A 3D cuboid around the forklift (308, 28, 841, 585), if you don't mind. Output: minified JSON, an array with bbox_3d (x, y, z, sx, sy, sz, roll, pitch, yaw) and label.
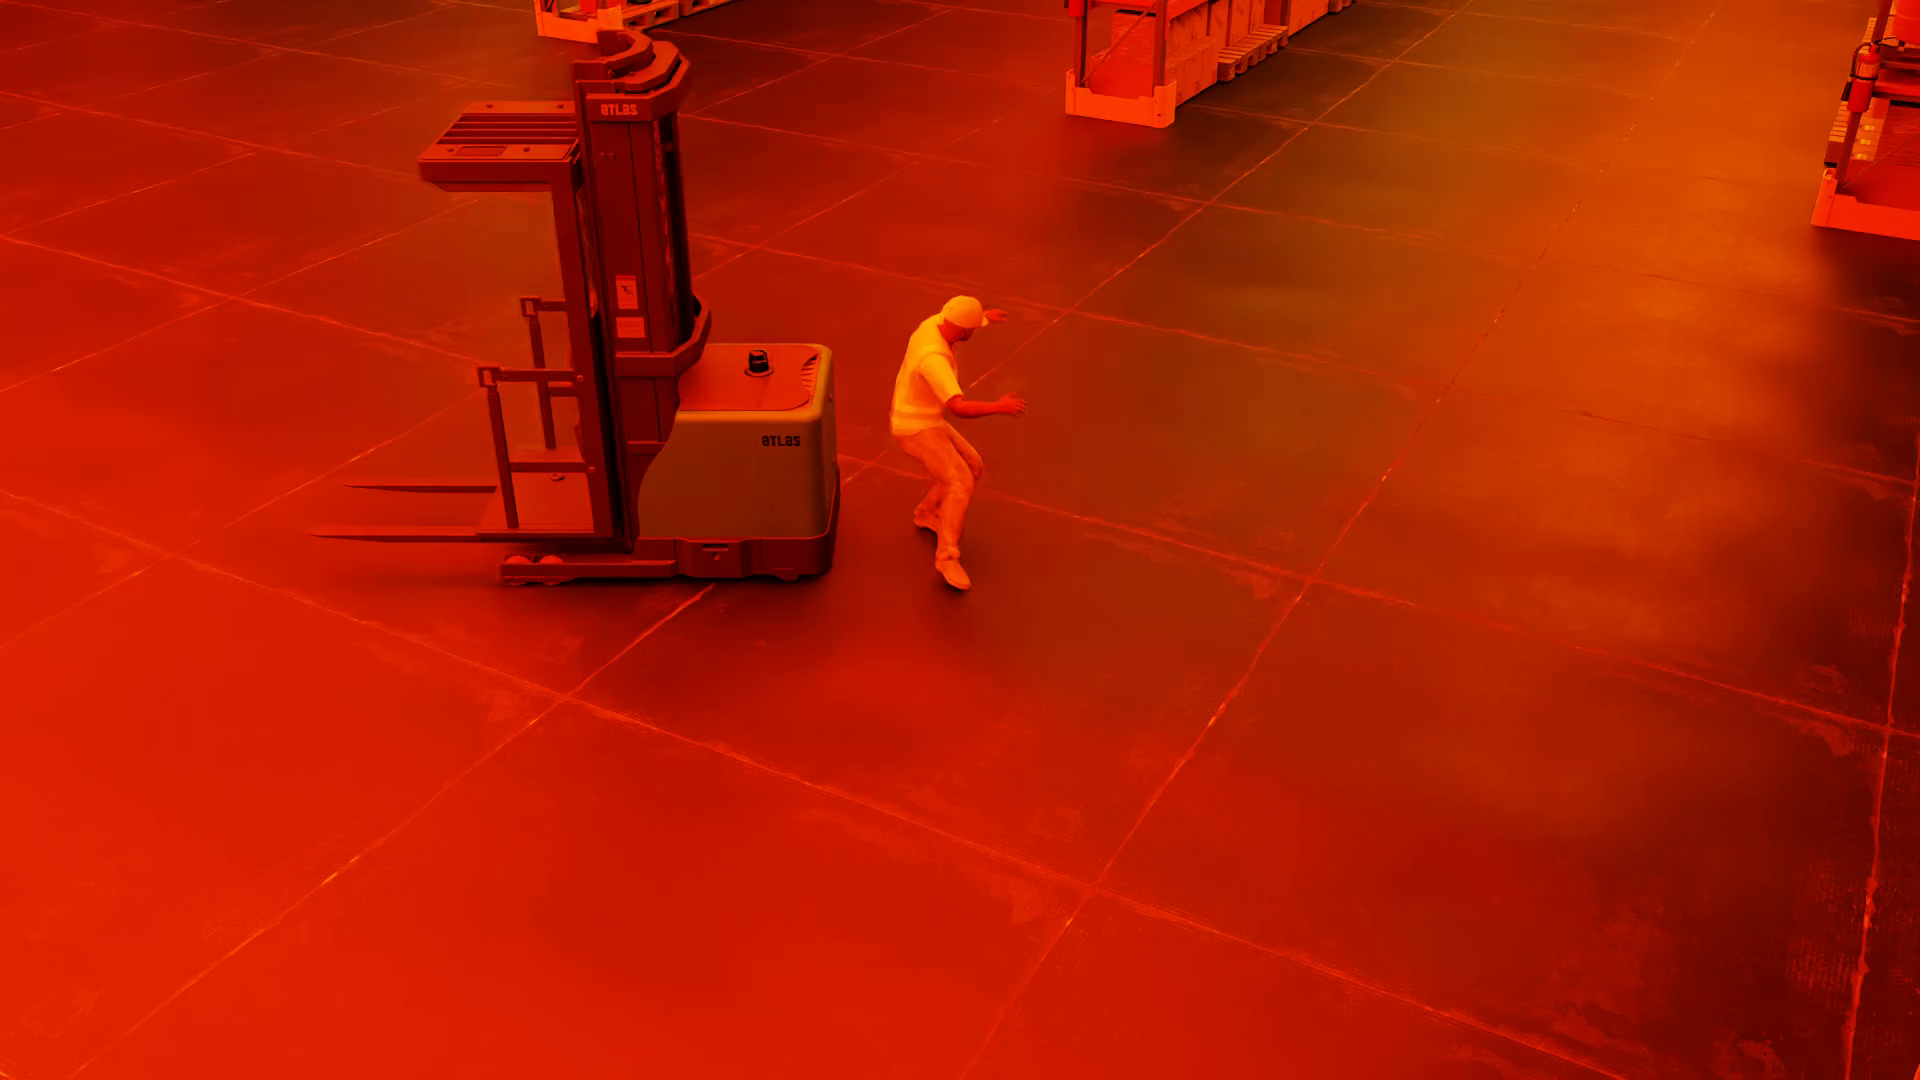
[{"bbox_3d":[-2.258,-1.274,9.278,3.031,2.935,1.130,0,30,0],"label":"forklift"}]

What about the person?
[{"bbox_3d":[-0.015,-0.716,9.757,0.796,1.489,1.576,-1,30,-1],"label":"person"}]
